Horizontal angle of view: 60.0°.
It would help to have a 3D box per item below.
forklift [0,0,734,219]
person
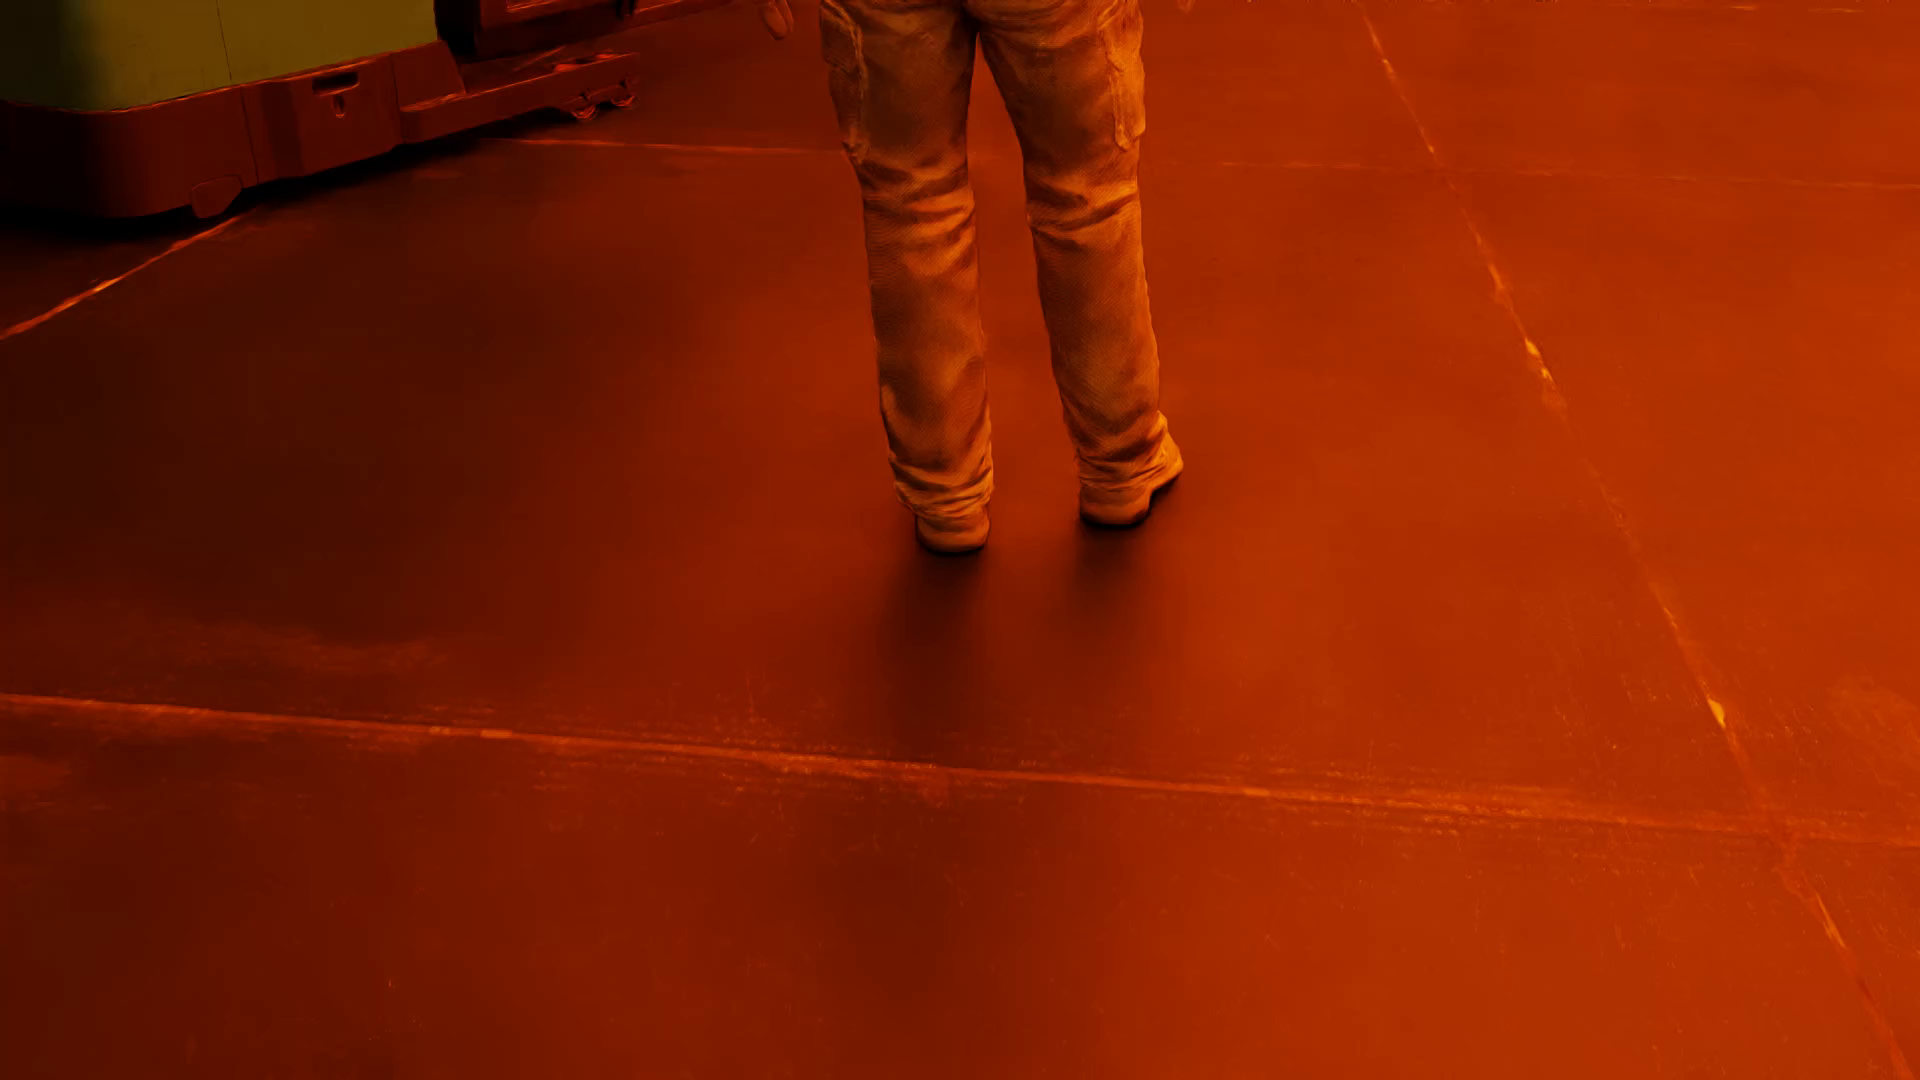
[{"bbox_3d":[-1.663,-2.678,4.584,1.130,2.935,3.031,13,29,24],"label":"forklift"},{"bbox_3d":[0.017,-0.835,2.162,0.655,1.782,0.576,3,27,7],"label":"person"}]
